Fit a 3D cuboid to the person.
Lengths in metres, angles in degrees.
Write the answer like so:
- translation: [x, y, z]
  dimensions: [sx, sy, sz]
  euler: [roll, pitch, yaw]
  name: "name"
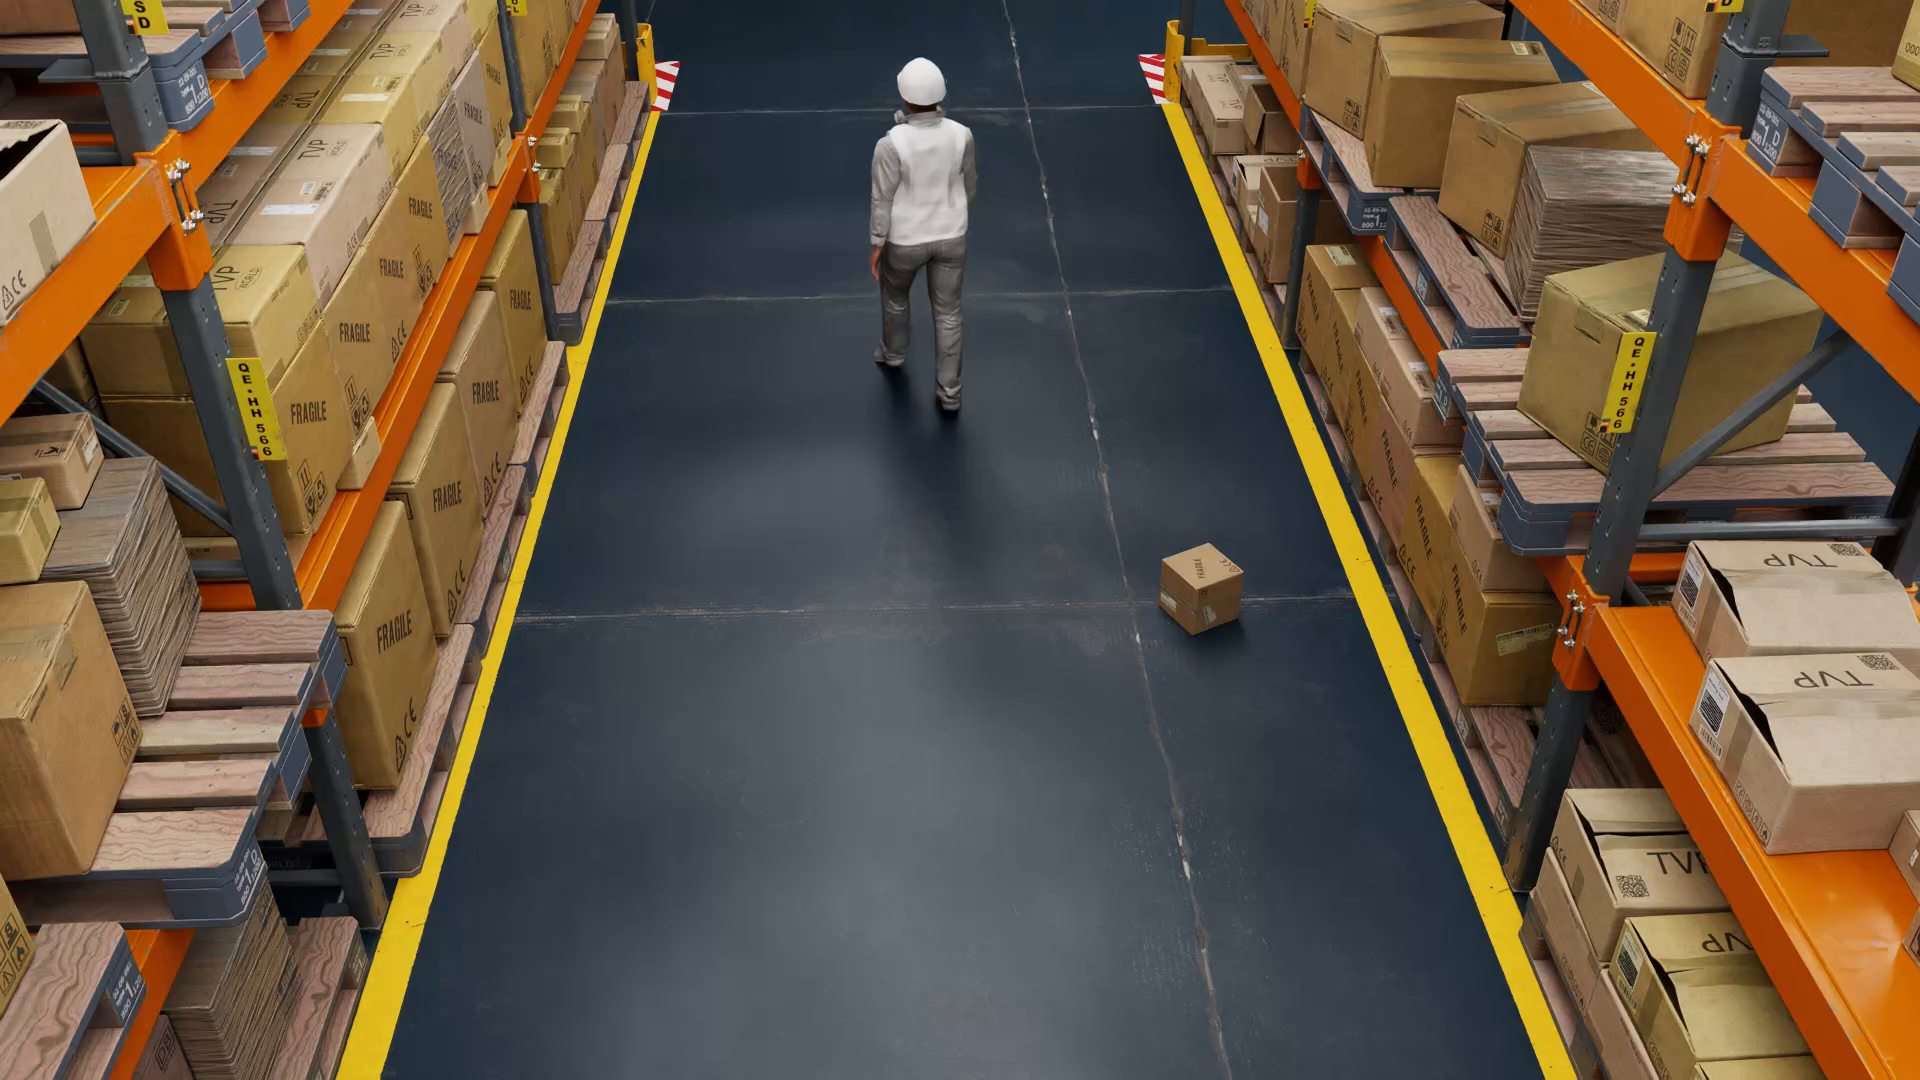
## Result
- translation: [-0.202, -1.548, 8.341]
  dimensions: [0.590, 1.786, 0.840]
  euler: [-9, 36, -13]
  name: "person"
